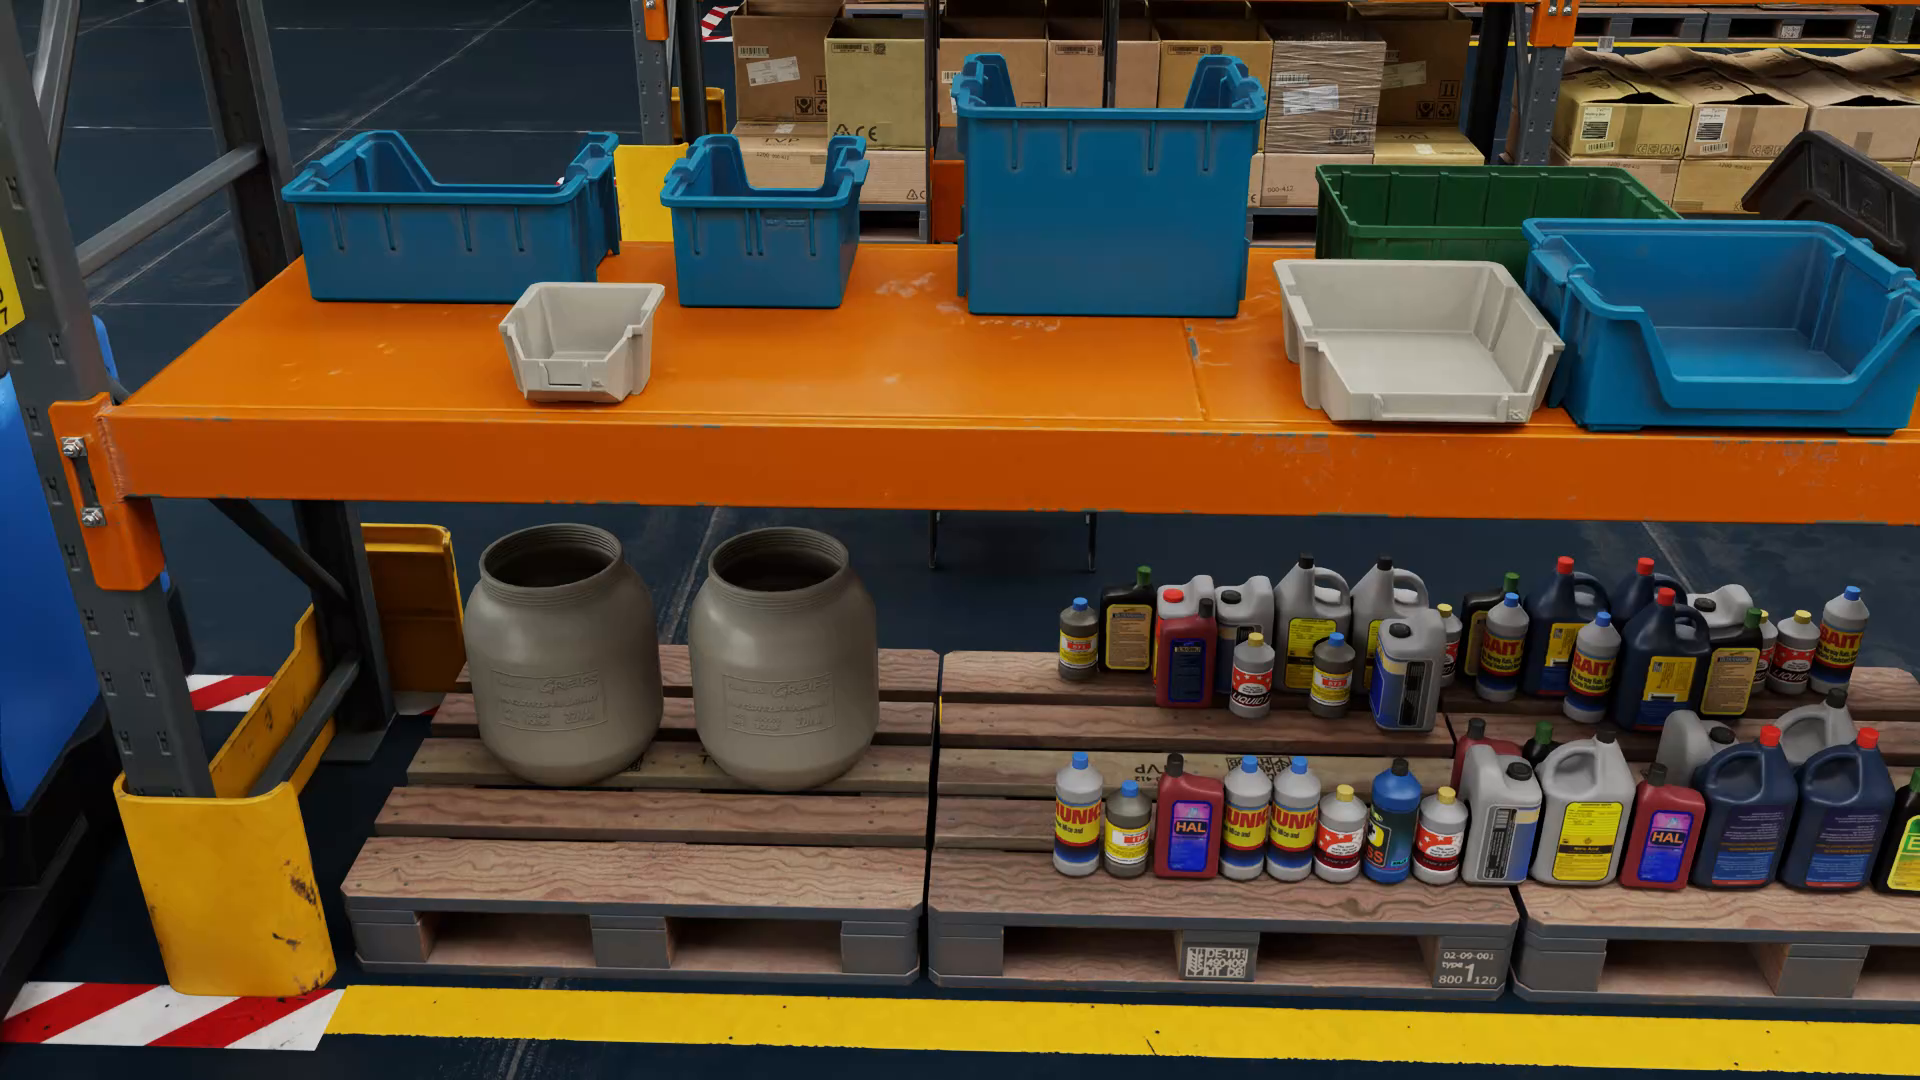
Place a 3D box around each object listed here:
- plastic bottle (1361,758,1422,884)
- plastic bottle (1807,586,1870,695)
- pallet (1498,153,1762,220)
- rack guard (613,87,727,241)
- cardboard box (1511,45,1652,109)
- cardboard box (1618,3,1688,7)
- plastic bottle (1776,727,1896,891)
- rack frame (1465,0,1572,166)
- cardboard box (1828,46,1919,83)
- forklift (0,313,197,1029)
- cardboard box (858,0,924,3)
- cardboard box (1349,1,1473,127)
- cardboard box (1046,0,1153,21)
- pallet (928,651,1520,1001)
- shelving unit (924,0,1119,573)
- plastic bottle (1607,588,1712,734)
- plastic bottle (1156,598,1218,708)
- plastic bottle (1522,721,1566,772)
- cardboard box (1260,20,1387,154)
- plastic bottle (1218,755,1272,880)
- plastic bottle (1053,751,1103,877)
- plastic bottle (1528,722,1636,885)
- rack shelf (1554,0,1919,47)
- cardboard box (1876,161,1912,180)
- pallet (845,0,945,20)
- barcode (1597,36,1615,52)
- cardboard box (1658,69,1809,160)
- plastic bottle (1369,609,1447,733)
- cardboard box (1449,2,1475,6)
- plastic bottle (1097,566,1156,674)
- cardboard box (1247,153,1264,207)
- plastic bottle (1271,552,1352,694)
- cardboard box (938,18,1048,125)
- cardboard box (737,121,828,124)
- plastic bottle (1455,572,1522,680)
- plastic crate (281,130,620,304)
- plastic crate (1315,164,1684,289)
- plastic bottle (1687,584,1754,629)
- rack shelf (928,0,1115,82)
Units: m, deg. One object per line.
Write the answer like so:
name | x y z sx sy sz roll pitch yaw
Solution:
plastic bottle | 0.890 0.568 3.418 0.097 0.271 0.097 0 28 0
plastic bottle | 2.138 0.238 4.043 0.097 0.271 0.097 0 28 0
pallet | 3.357 -1.656 8.148 1.213 0.211 1.003 1 28 2
rack guard | -1.402 -1.844 8.194 0.348 0.500 1.175 1 28 2
cardboard box | 3.035 -2.228 8.138 0.500 0.311 0.500 1 28 2
cardboard box | 5.059 -4.270 12.301 0.500 0.500 0.700 1 28 2
plastic bottle | 1.787 0.537 3.393 0.185 0.351 0.144 0 28 0
rack frame | 2.620 -2.882 7.483 0.127 3.000 1.000 1 28 2
cardboard box | 4.556 -2.202 8.091 0.500 0.311 0.500 1 28 1
forklift | -2.446 -0.214 2.525 1.130 2.935 3.031 -2 28 -5
cardboard box | -0.518 -4.219 12.408 0.500 0.311 0.500 -2 28 -4
cardboard box | 2.167 -2.338 8.144 0.500 0.500 0.500 1 28 2
cardboard box | 0.668 -2.362 8.189 0.500 0.500 0.500 1 28 2
pallet | 0.549 0.619 3.856 1.213 0.211 1.003 1 28 2
shelving unit | 0.165 -0.925 4.753 0.503 2.100 0.431 1 28 2
plastic bottle | 1.644 0.273 3.891 0.185 0.351 0.144 1 28 2
plastic bottle | 0.542 0.269 3.971 0.133 0.283 0.061 1 28 2
plastic bottle | 1.251 0.510 3.516 0.133 0.283 0.061 1 28 2
cardboard box | 1.649 -2.103 7.701 0.500 0.500 0.500 1 28 2
plastic bottle | 0.587 0.563 3.428 0.097 0.271 0.097 0 28 0
plastic bottle | 0.245 0.558 3.439 0.097 0.271 0.097 0 28 0
plastic bottle | 1.273 0.529 3.409 0.185 0.351 0.144 1 28 1
rack shelf | 4.618 -2.531 7.589 4.000 0.370 1.077 1 28 2
cardboard box | 4.043 -1.713 7.767 0.500 0.250 0.500 0 28 0
pallet | -0.320 -4.003 12.576 1.213 0.211 1.003 1 28 2
barcode | 2.860 -2.197 7.365 0.075 0.075 0.001 1 28 2
cardboard box | 3.524 -1.966 7.644 0.500 0.311 0.500 1 28 1
plastic bottle | 1.056 0.298 3.924 0.135 0.276 0.152 1 28 2
cardboard box | 3.527 -4.286 12.331 0.500 0.500 0.700 2 28 4
plastic bottle | 0.412 0.195 4.110 0.133 0.283 0.061 2 28 3
cardboard box | 1.149 -1.772 7.877 0.500 0.250 0.500 1 28 2
plastic bottle | 0.850 0.192 4.043 0.185 0.351 0.144 2 28 4
cardboard box | 0.150 -2.127 7.747 0.500 0.500 0.500 1 28 2
cardboard box | -0.831 -2.048 8.398 0.500 0.250 0.500 1 28 2
plastic bottle | 1.297 0.210 4.082 0.133 0.283 0.061 2 28 4
plastic crate | -1.046 -0.695 3.518 0.616 0.251 0.499 1 28 2
plastic crate | 1.095 -0.624 3.451 0.662 0.188 0.450 1 28 2
plastic bottle | 1.814 0.243 4.027 0.135 0.276 0.152 2 28 4
rack shelf | 0.165 -1.531 4.432 0.480 0.518 0.431 1 28 2
